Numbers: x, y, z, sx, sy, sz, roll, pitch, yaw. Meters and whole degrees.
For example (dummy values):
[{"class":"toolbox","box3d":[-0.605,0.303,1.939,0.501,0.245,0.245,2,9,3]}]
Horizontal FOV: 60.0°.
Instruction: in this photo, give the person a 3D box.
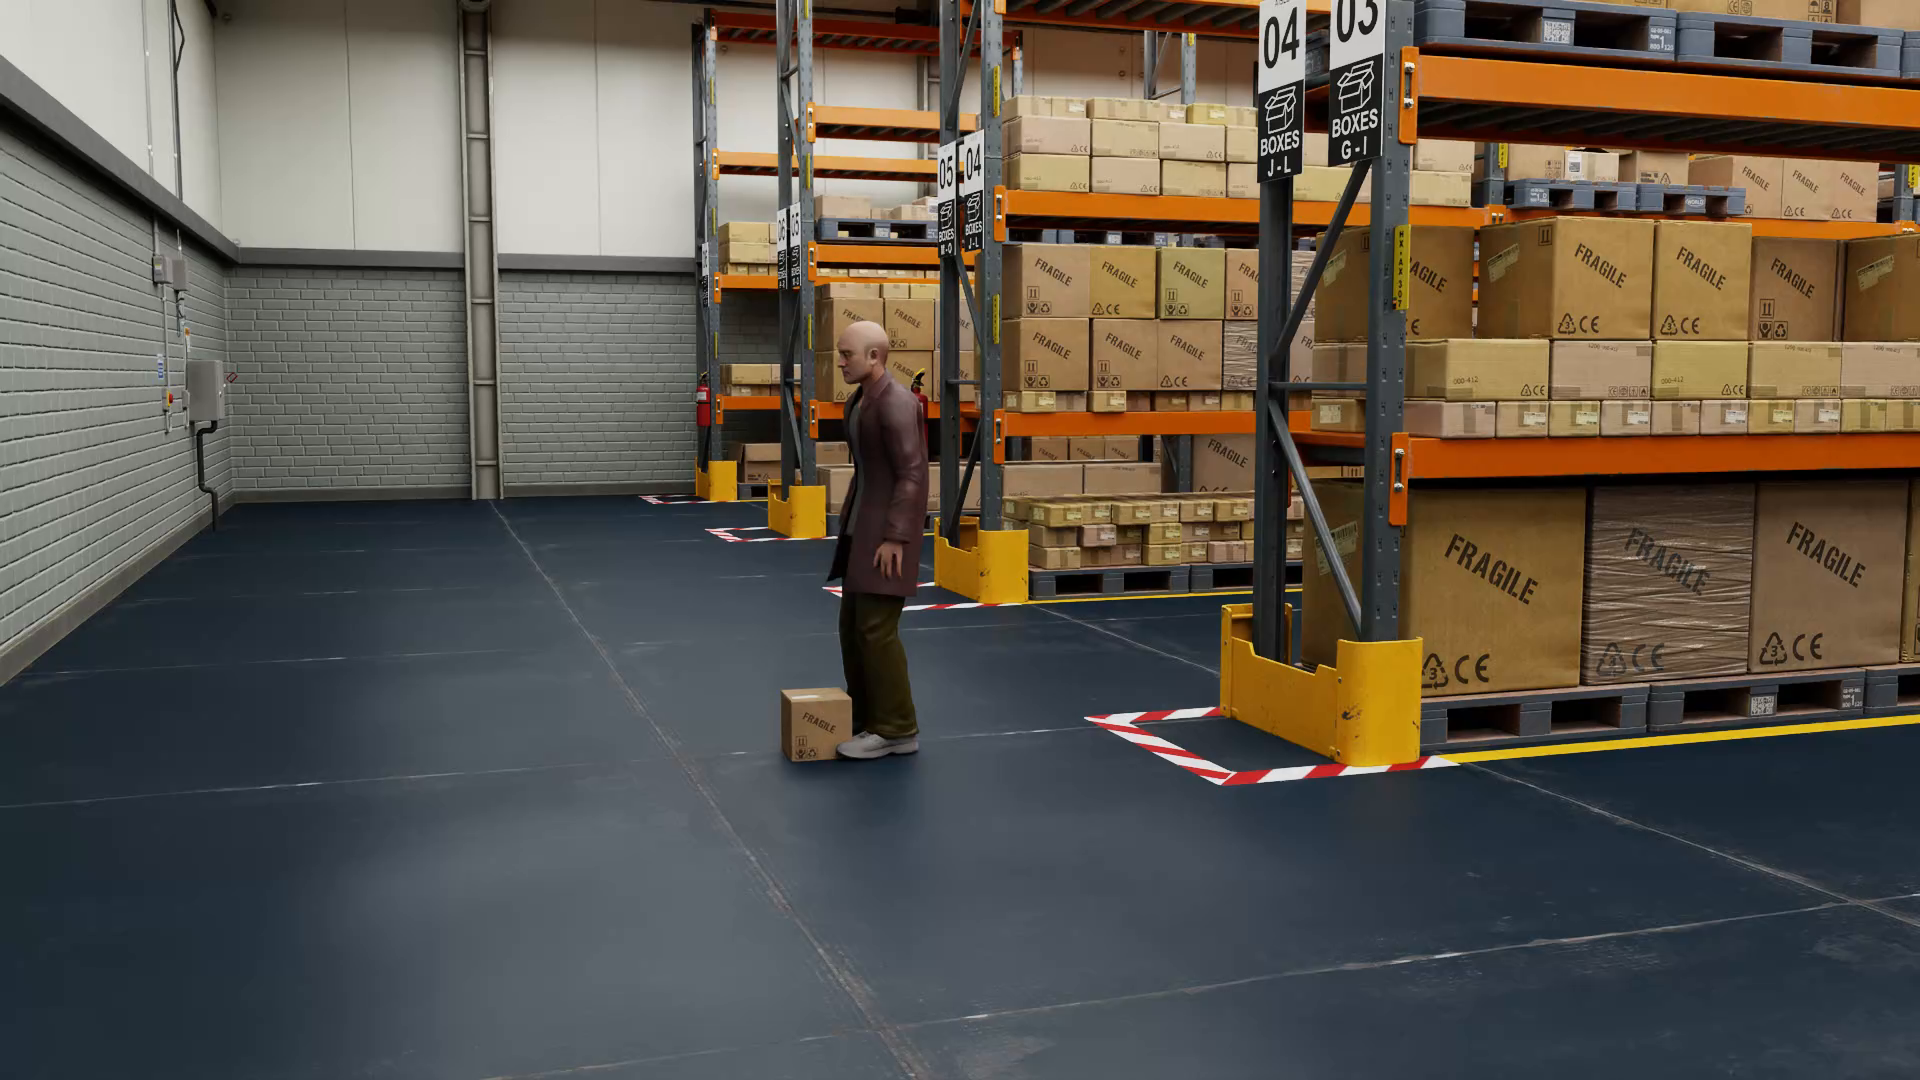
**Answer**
[{"class":"person","box3d":[-0.354,-0.008,6.851,0.429,1.772,0.646,-2,6,-22]}]
